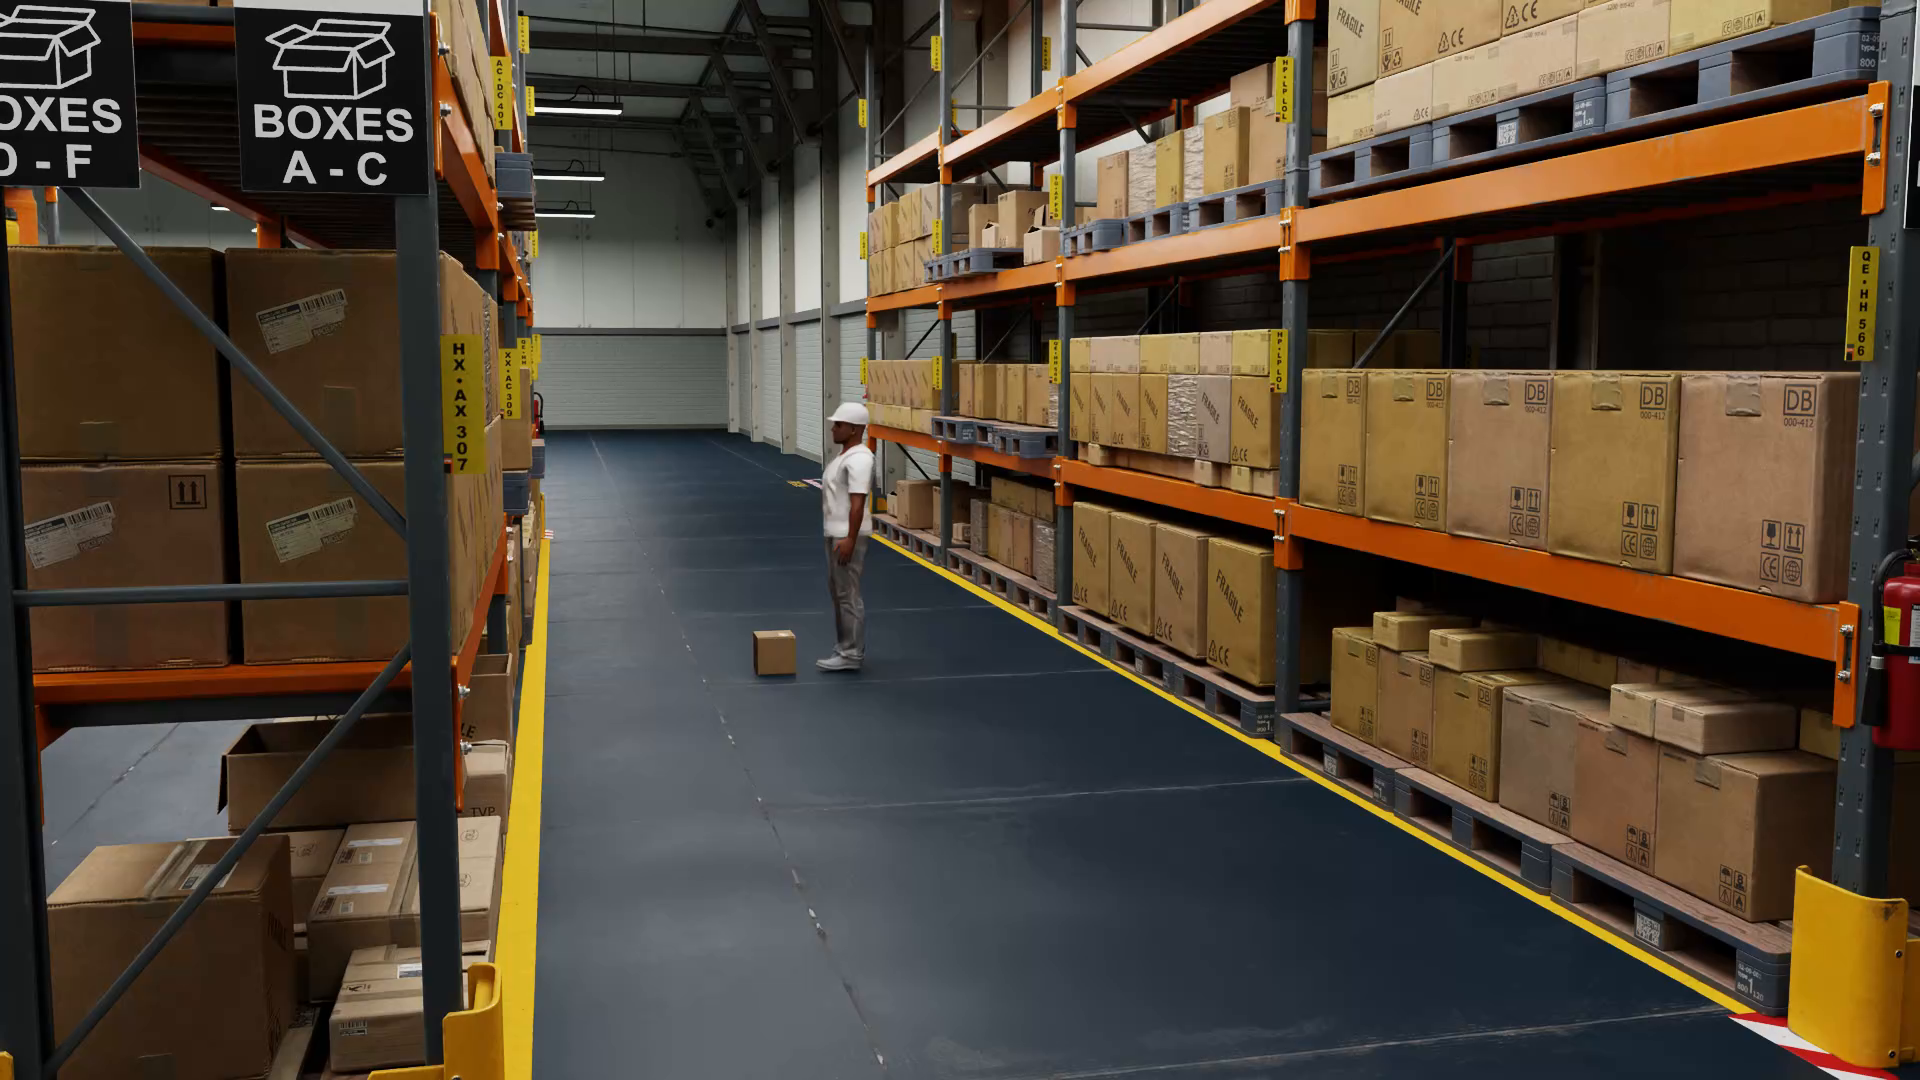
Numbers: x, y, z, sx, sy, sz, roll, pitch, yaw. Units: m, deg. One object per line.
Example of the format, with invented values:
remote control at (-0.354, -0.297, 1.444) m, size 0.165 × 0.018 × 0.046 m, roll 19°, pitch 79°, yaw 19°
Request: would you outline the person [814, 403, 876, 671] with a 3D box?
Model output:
person at (-0.770, -0.005, 11.031) m, size 0.409 × 1.805 × 0.575 m, roll -1°, pitch 6°, yaw -13°
